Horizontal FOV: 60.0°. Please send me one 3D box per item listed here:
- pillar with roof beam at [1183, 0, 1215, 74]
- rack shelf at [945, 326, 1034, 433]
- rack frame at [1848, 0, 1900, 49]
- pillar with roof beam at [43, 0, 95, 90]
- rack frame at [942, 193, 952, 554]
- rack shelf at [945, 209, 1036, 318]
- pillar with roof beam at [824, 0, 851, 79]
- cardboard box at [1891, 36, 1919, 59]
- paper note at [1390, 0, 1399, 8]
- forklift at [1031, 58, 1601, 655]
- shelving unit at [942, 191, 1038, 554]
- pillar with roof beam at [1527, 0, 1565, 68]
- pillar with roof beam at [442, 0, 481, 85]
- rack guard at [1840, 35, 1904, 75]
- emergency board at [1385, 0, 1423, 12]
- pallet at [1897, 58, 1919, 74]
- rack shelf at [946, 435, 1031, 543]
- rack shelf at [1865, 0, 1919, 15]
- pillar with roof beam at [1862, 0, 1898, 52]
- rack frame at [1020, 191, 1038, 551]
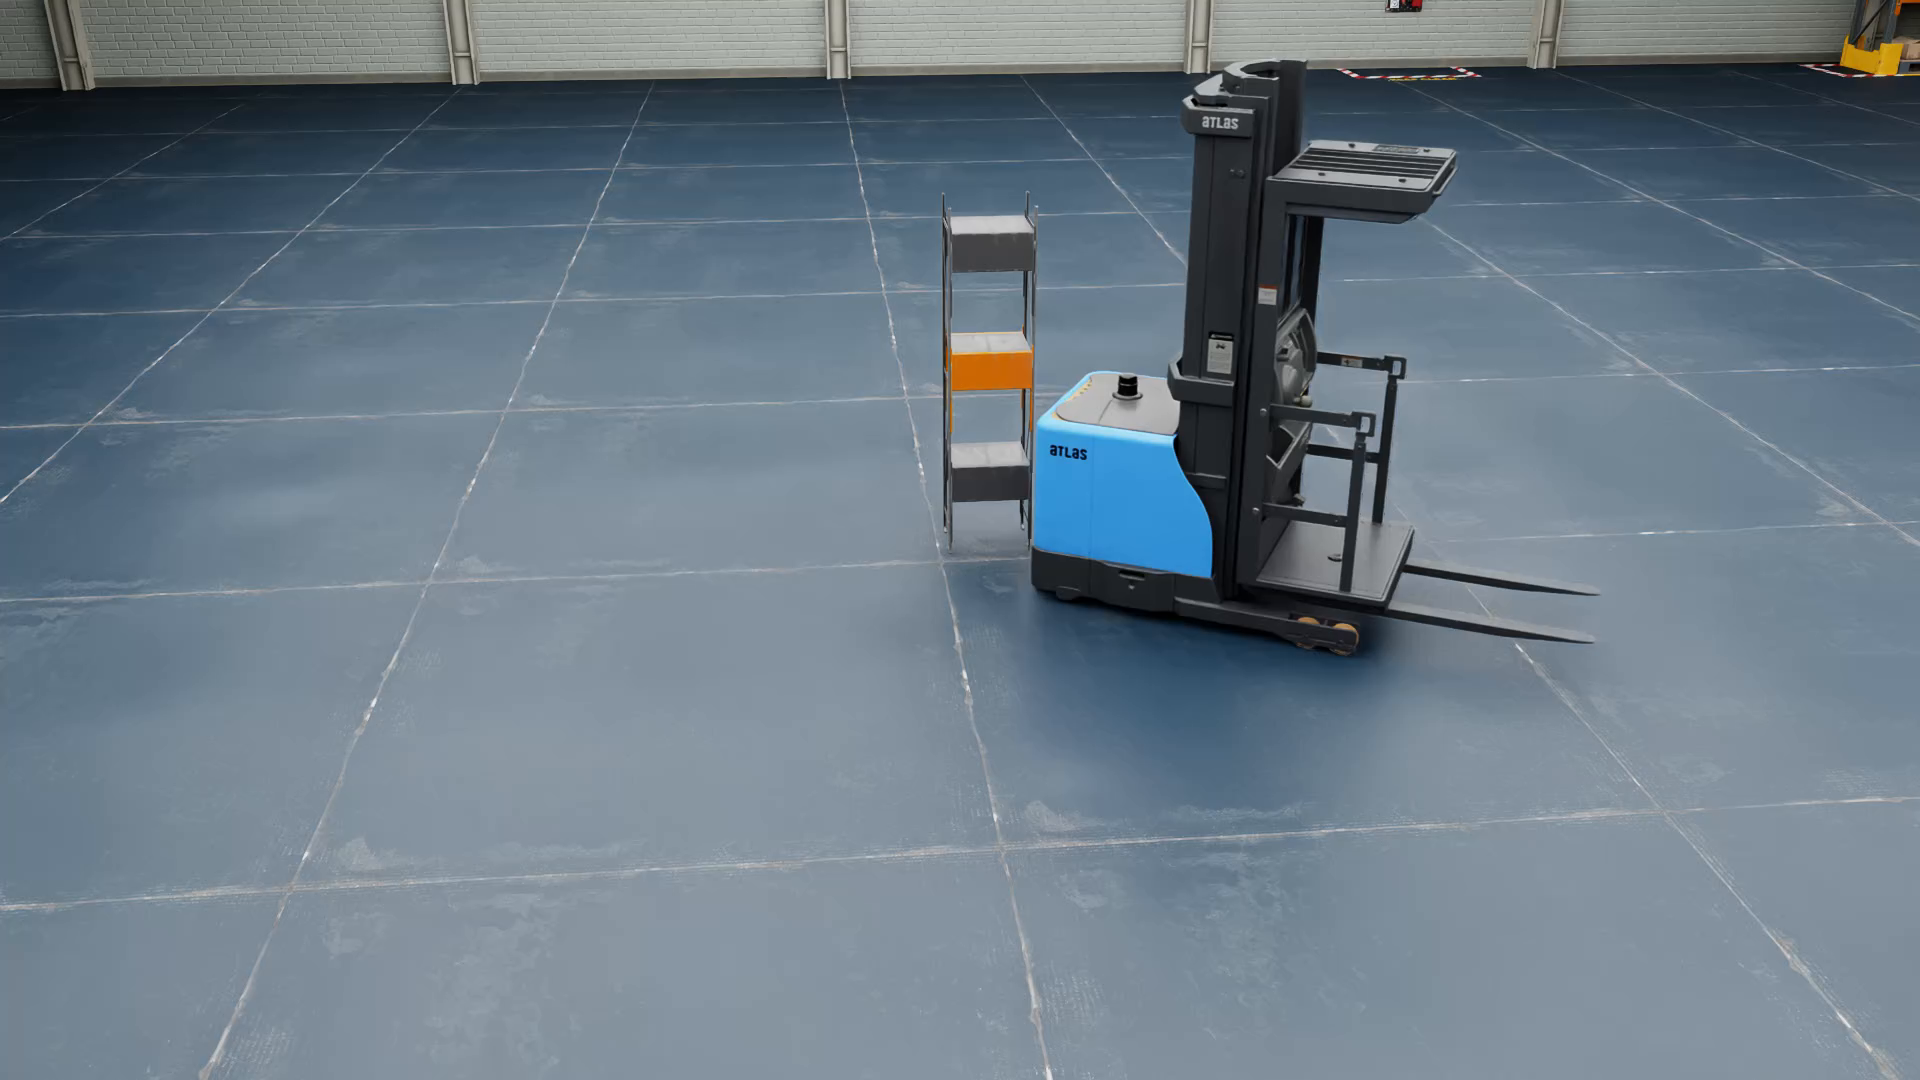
[{"bbox_3d":[4.397,-10.234,22.196,0.400,9.000,9.100,-2,24,-5],"label":"pillar with roof beam"},{"bbox_3d":[0.165,-0.954,9.844,0.480,0.518,0.431,-2,24,-5],"label":"rack shelf"},{"bbox_3d":[15.304,-9.334,27.557,0.127,3.000,1.000,-2,24,-5],"label":"rack frame"},{"bbox_3d":[-13.516,-9.516,20.579,0.400,9.000,9.100,-2,24,-5],"label":"pillar with roof beam"},{"bbox_3d":[-0.078,-0.956,9.816,0.015,2.100,0.400,-2,24,-5],"label":"rack frame"},{"bbox_3d":[0.165,-1.593,9.560,0.480,0.518,0.431,-2,24,-5],"label":"rack shelf"},{"bbox_3d":[-1.574,-9.995,21.657,0.400,9.000,9.100,-2,24,-5],"label":"pillar with roof beam"},{"bbox_3d":[16.001,-8.298,27.995,0.500,0.311,0.500,-5,24,-11],"label":"cardboard box"},{"bbox_3d":[7.298,-9.007,27.907,0.142,0.148,0.016,-2,24,-5],"label":"paper note"},{"bbox_3d":[1.974,-0.970,8.825,3.031,2.935,1.130,10,26,20],"label":"forklift"},{"bbox_3d":[0.165,-0.966,9.838,0.503,2.100,0.431,-2,24,-5],"label":"shelving unit"},{"bbox_3d":[10.368,-10.474,22.735,0.400,9.000,9.100,-2,24,-5],"label":"pillar with roof beam"},{"bbox_3d":[-7.545,-9.755,21.118,0.400,9.000,9.100,-2,24,-5],"label":"pillar with roof beam"},{"bbox_3d":[15.379,-8.195,28.072,0.348,0.500,1.175,-2,24,-5],"label":"rack guard"},{"bbox_3d":[7.481,-9.389,27.681,0.643,1.169,0.194,-2,24,-5],"label":"emergency board"},{"bbox_3d":[16.191,-8.081,28.171,1.213,0.211,1.003,-2,24,-5],"label":"pallet"},{"bbox_3d":[0.165,-0.314,10.128,0.480,0.518,0.431,-2,24,-5],"label":"rack shelf"},{"bbox_3d":[17.294,-9.085,27.883,4.000,0.370,1.077,-2,24,-5],"label":"rack shelf"},{"bbox_3d":[16.338,-10.713,23.274,0.400,9.000,9.100,-2,24,-5],"label":"pillar with roof beam"},{"bbox_3d":[0.408,-0.976,9.860,0.015,2.100,0.400,-2,24,-5],"label":"rack frame"}]
